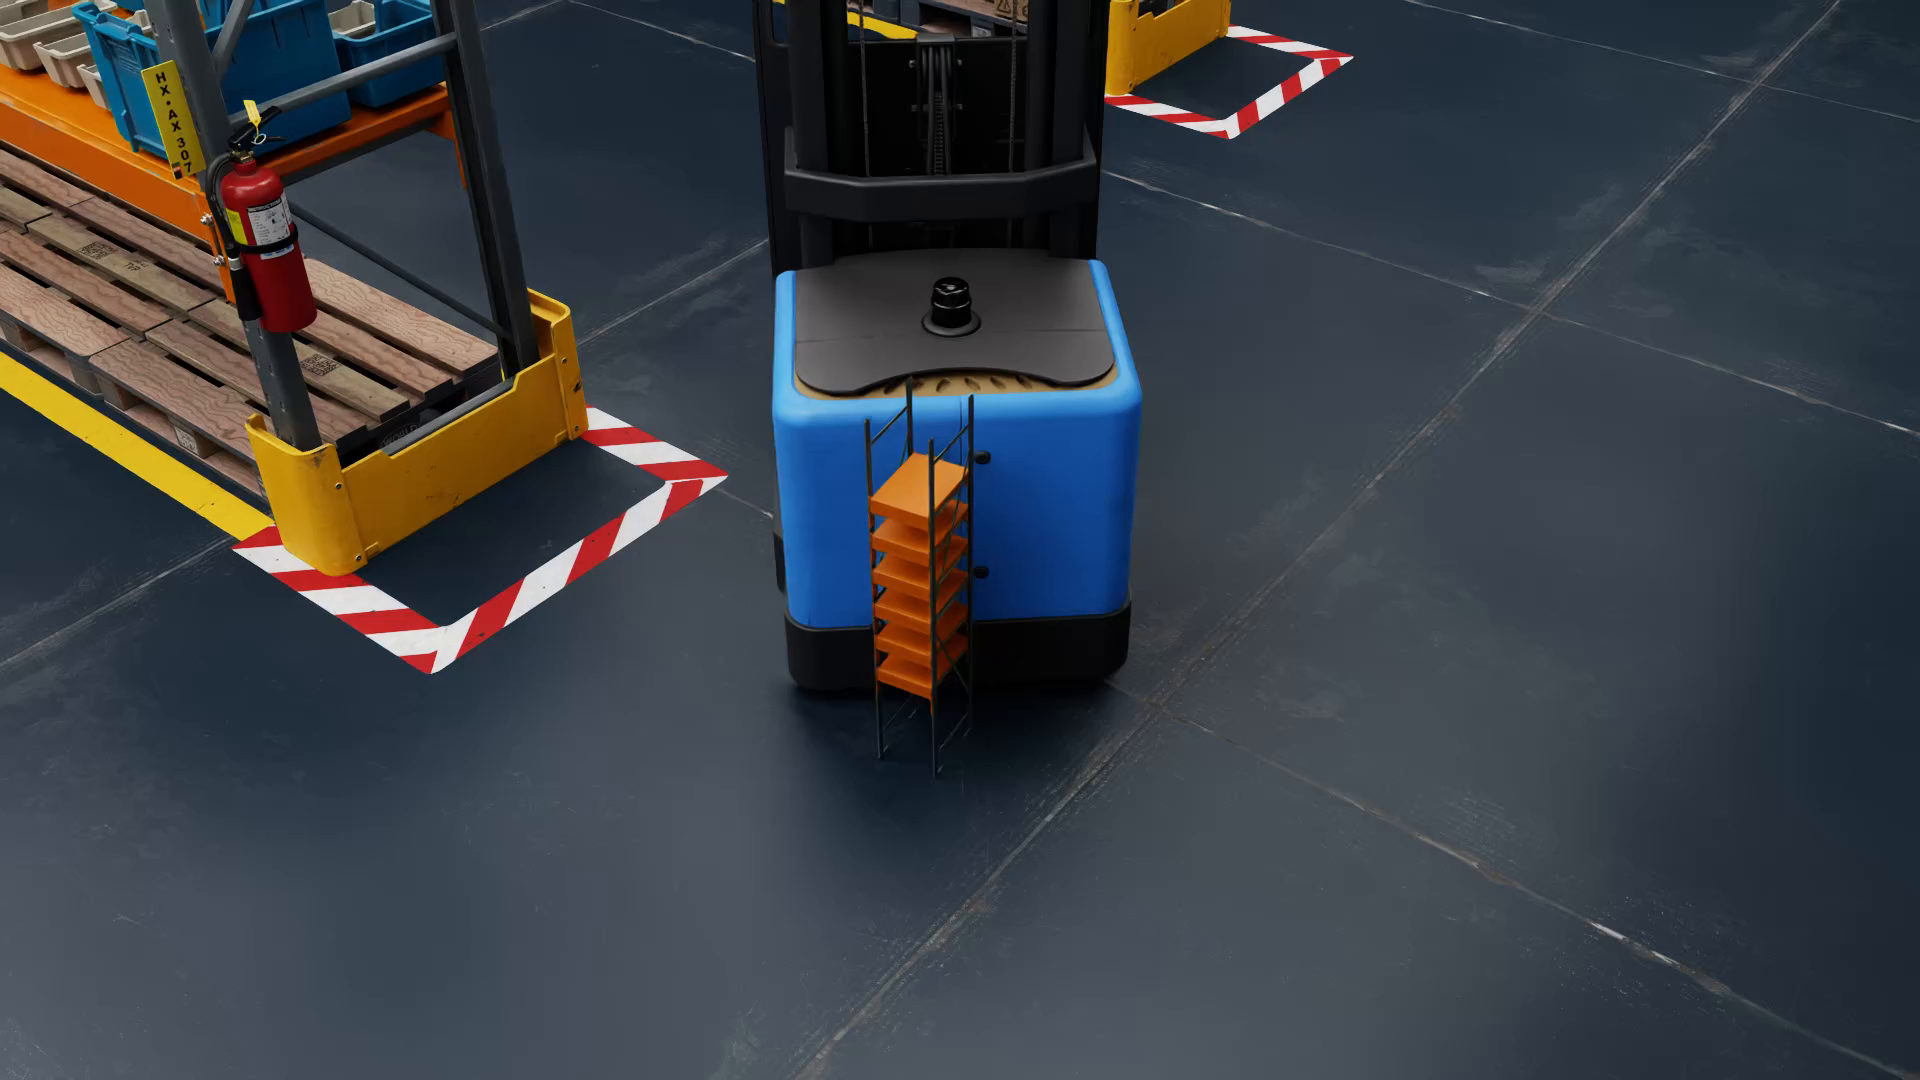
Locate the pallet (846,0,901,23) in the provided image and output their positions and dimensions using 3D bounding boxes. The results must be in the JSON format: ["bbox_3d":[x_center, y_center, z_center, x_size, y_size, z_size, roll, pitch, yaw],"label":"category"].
[{"bbox_3d":[-0.543,-3.504,10.055,1.213,0.211,1.003,25,45,29],"label":"pallet"}]

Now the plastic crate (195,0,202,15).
[{"bbox_3d":[-2.636,-1.983,6.014,0.298,0.136,0.250,25,45,29],"label":"plastic crate"}]

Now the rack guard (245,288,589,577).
[{"bbox_3d":[-1.869,-0.407,5.865,0.348,0.500,1.175,25,45,29],"label":"rack guard"}]

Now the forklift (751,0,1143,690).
[{"bbox_3d":[-0.108,-1.591,5.404,1.130,2.935,3.031,-3,38,-3],"label":"forklift"}]

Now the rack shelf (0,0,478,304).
[{"bbox_3d":[-3.485,-1.860,6.276,4.000,0.370,1.077,25,45,29],"label":"rack shelf"}]

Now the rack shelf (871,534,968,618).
[{"bbox_3d":[-0.102,0.076,4.557,0.180,0.103,0.258,18,42,21],"label":"rack shelf"}]

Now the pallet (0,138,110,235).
[{"bbox_3d":[-4.466,-1.538,7.543,1.213,0.211,1.003,25,45,29],"label":"pallet"}]

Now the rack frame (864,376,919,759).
[{"bbox_3d":[-0.183,0.109,4.637,0.006,1.200,0.240,18,42,21],"label":"rack frame"}]

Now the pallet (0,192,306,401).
[{"bbox_3d":[-3.493,-1.081,6.960,1.213,0.211,1.003,25,45,29],"label":"pallet"}]

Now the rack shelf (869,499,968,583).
[{"bbox_3d":[-0.103,-0.019,4.483,0.180,0.103,0.258,18,42,21],"label":"rack shelf"}]

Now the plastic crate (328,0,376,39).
[{"bbox_3d":[-2.097,-1.728,5.690,0.298,0.136,0.250,25,45,29],"label":"plastic crate"}]

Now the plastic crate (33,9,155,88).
[{"bbox_3d":[-2.876,-1.647,5.585,0.243,0.136,0.396,25,45,29],"label":"plastic crate"}]

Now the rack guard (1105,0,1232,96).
[{"bbox_3d":[1.056,-2.863,9.001,0.348,0.500,1.175,25,45,29],"label":"rack guard"}]

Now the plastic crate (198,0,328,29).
[{"bbox_3d":[-2.415,-1.852,5.770,0.300,0.233,0.416,25,45,29],"label":"plastic crate"}]

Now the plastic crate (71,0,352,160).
[{"bbox_3d":[-2.276,-1.466,5.112,0.499,0.435,0.616,25,45,29],"label":"plastic crate"}]

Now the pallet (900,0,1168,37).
[{"bbox_3d":[0.422,-3.047,9.471,1.213,0.211,1.003,25,45,29],"label":"pallet"}]

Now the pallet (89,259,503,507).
[{"bbox_3d":[-2.528,-0.624,6.376,1.213,0.211,1.003,25,45,29],"label":"pallet"}]

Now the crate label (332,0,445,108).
[{"bbox_3d":[-1.892,-1.606,5.455,0.303,0.233,0.416,25,45,29],"label":"crate label"}]

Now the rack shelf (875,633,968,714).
[{"bbox_3d":[-0.102,0.359,4.779,0.180,0.103,0.258,18,42,21],"label":"rack shelf"}]

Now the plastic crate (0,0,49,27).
[{"bbox_3d":[-3.358,-1.841,5.833,0.250,0.136,0.298,25,45,29],"label":"plastic crate"}]

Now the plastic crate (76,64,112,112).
[{"bbox_3d":[-2.654,-1.531,5.437,0.243,0.136,0.396,25,45,29],"label":"plastic crate"}]

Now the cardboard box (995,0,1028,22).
[{"bbox_3d":[0.534,-3.090,8.935,0.500,0.500,0.500,25,45,29],"label":"cardboard box"}]

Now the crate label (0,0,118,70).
[{"bbox_3d":[-3.112,-1.739,5.703,0.243,0.136,0.396,25,45,29],"label":"crate label"}]

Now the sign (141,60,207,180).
[{"bbox_3d":[-2.218,-1.183,4.696,0.005,0.325,0.100,25,45,29],"label":"sign"}]

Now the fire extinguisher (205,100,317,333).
[{"bbox_3d":[-2.053,-0.938,4.880,0.183,0.674,0.296,25,45,29],"label":"fire extinguisher"}]

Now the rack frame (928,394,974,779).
[{"bbox_3d":[-0.021,0.161,4.570,0.006,1.200,0.240,18,42,21],"label":"rack frame"}]

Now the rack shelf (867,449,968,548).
[{"bbox_3d":[-0.103,-0.113,4.409,0.180,0.103,0.258,18,42,21],"label":"rack shelf"}]

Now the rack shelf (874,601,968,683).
[{"bbox_3d":[-0.102,0.264,4.705,0.180,0.103,0.258,18,42,21],"label":"rack shelf"}]

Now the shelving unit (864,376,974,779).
[{"bbox_3d":[-0.102,0.135,4.604,0.189,1.200,0.258,18,42,21],"label":"shelving unit"}]

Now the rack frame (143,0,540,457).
[{"bbox_3d":[-1.896,-1.394,5.098,0.127,3.000,1.000,25,45,29],"label":"rack frame"}]

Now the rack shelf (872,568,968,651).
[{"bbox_3d":[-0.102,0.170,4.631,0.180,0.103,0.258,18,42,21],"label":"rack shelf"}]

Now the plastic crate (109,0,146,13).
[{"bbox_3d":[-2.938,-2.099,6.085,0.300,0.233,0.416,25,45,29],"label":"plastic crate"}]
